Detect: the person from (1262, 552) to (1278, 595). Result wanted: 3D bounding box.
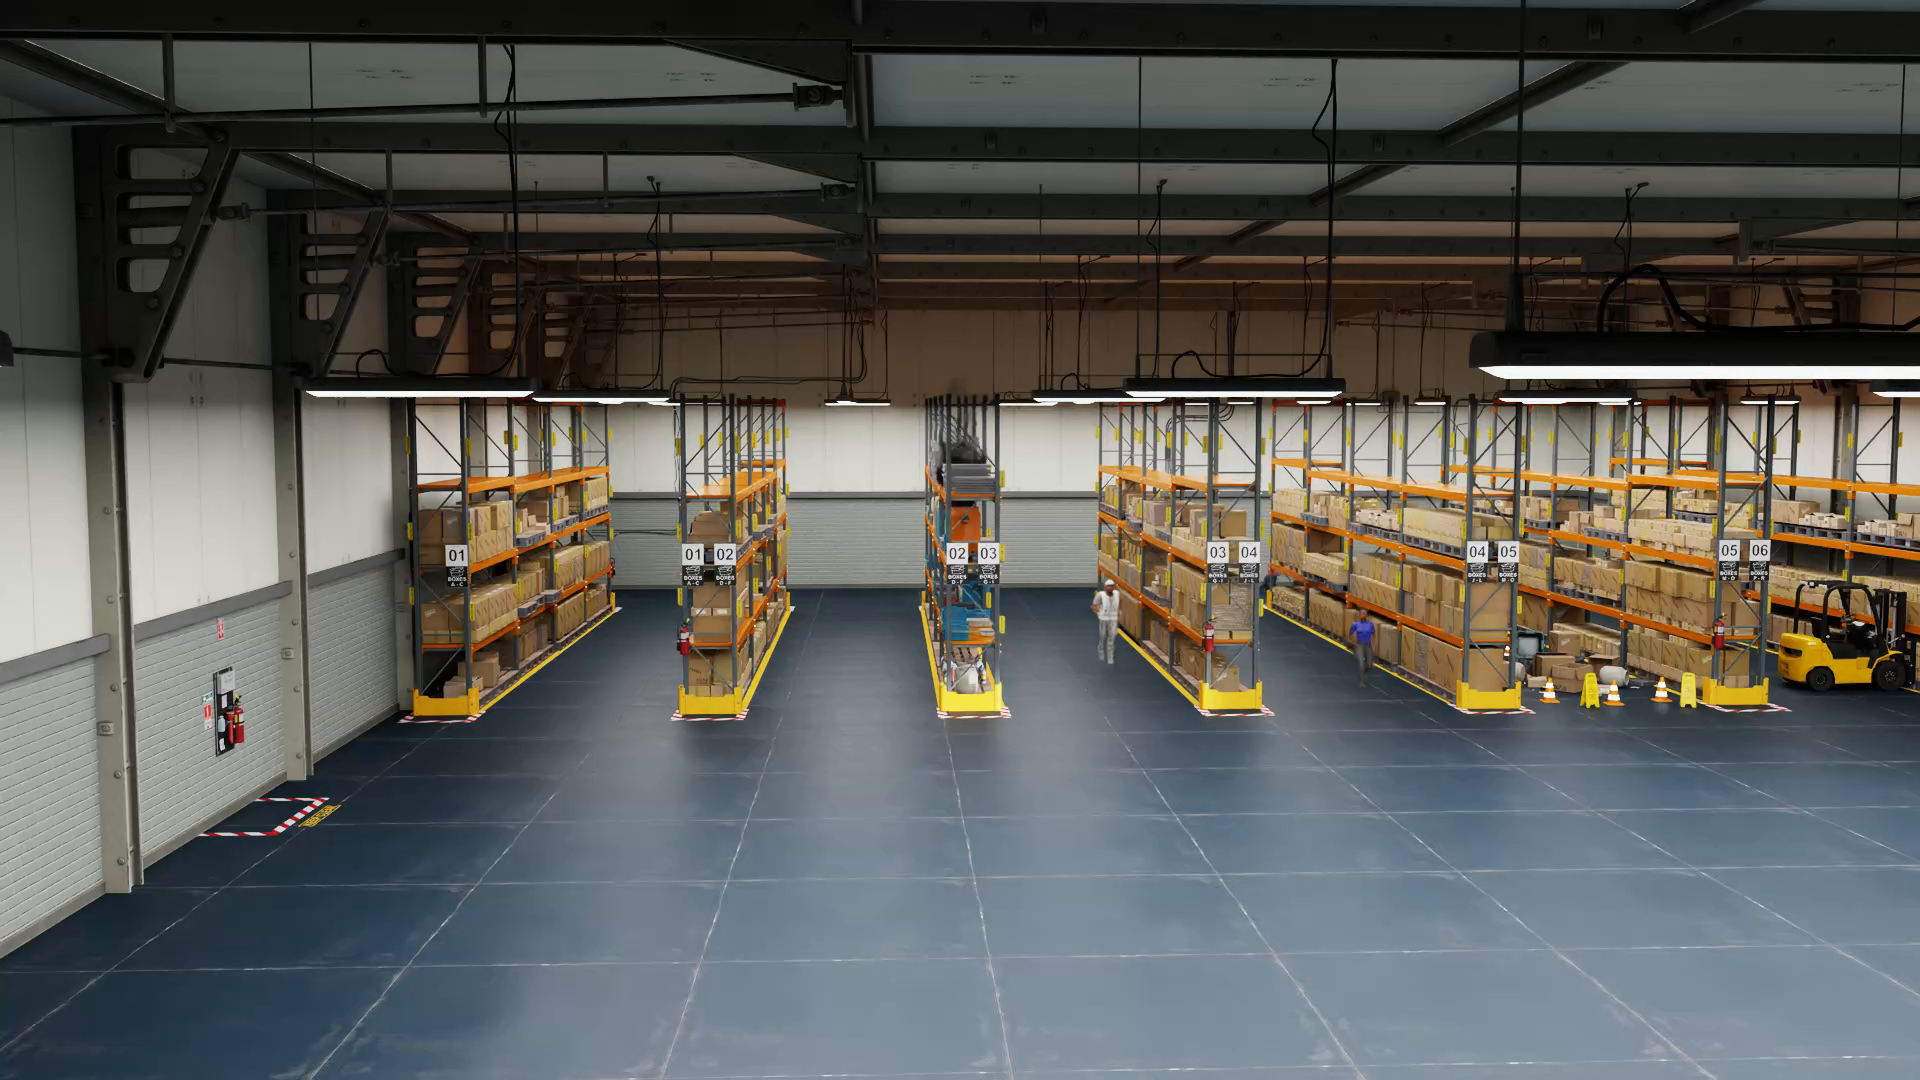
[{"bbox_3d":[9.195,1.045,49.173,0.587,1.554,0.509,-3,5,-34],"label":"person"}]

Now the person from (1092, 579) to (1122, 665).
[{"bbox_3d":[3.176,1.734,35.677,0.707,1.800,0.946,-1,5,-12],"label":"person"}]

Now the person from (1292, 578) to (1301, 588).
[{"bbox_3d":[10.035,1.076,49.020,0.562,1.596,0.667,3,5,32],"label":"person"}]

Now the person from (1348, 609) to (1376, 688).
[{"bbox_3d":[8.273,2.218,34.208,0.576,1.604,0.592,0,5,1],"label":"person"}]
